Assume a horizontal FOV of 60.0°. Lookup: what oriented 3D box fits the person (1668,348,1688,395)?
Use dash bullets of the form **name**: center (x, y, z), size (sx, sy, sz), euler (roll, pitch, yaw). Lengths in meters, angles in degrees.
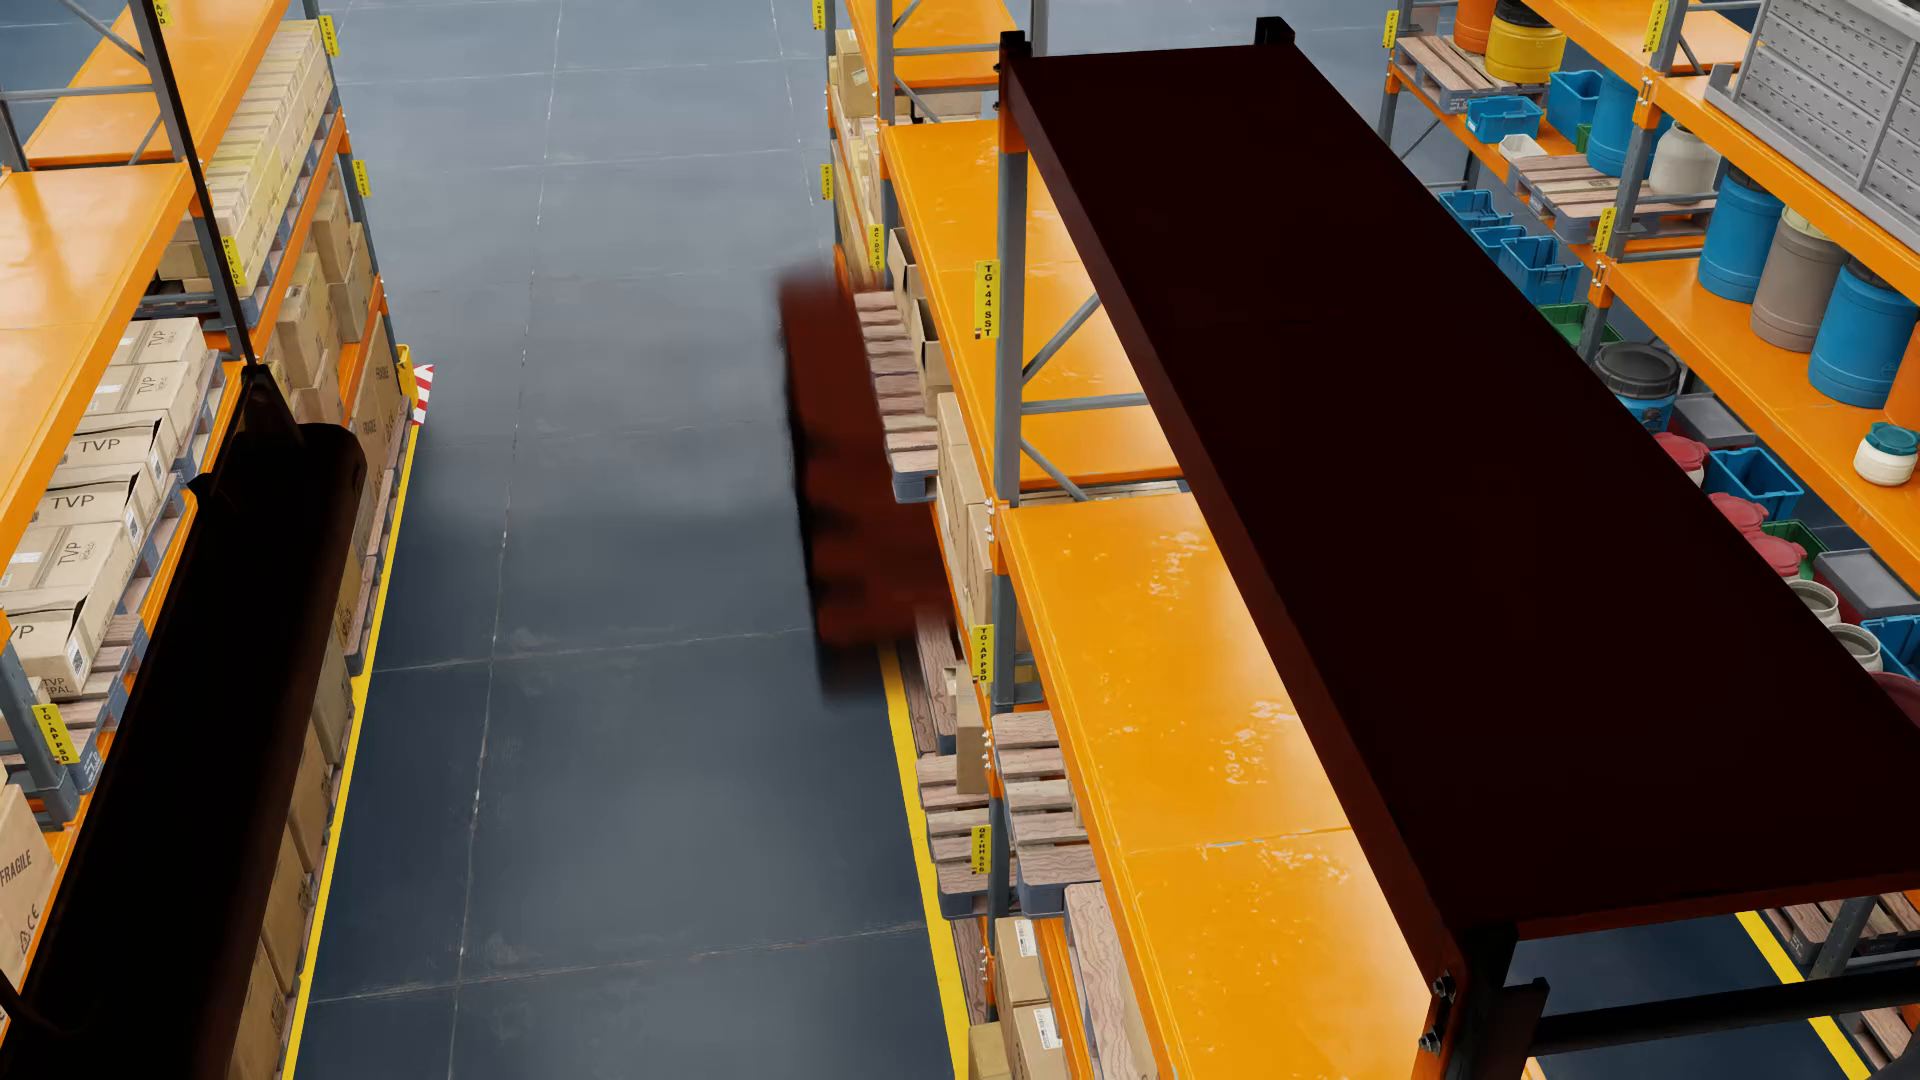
- **person**: center (6.349, -1.850, 14.516), size (0.595, 1.794, 0.774), euler (-19, 40, -23)
